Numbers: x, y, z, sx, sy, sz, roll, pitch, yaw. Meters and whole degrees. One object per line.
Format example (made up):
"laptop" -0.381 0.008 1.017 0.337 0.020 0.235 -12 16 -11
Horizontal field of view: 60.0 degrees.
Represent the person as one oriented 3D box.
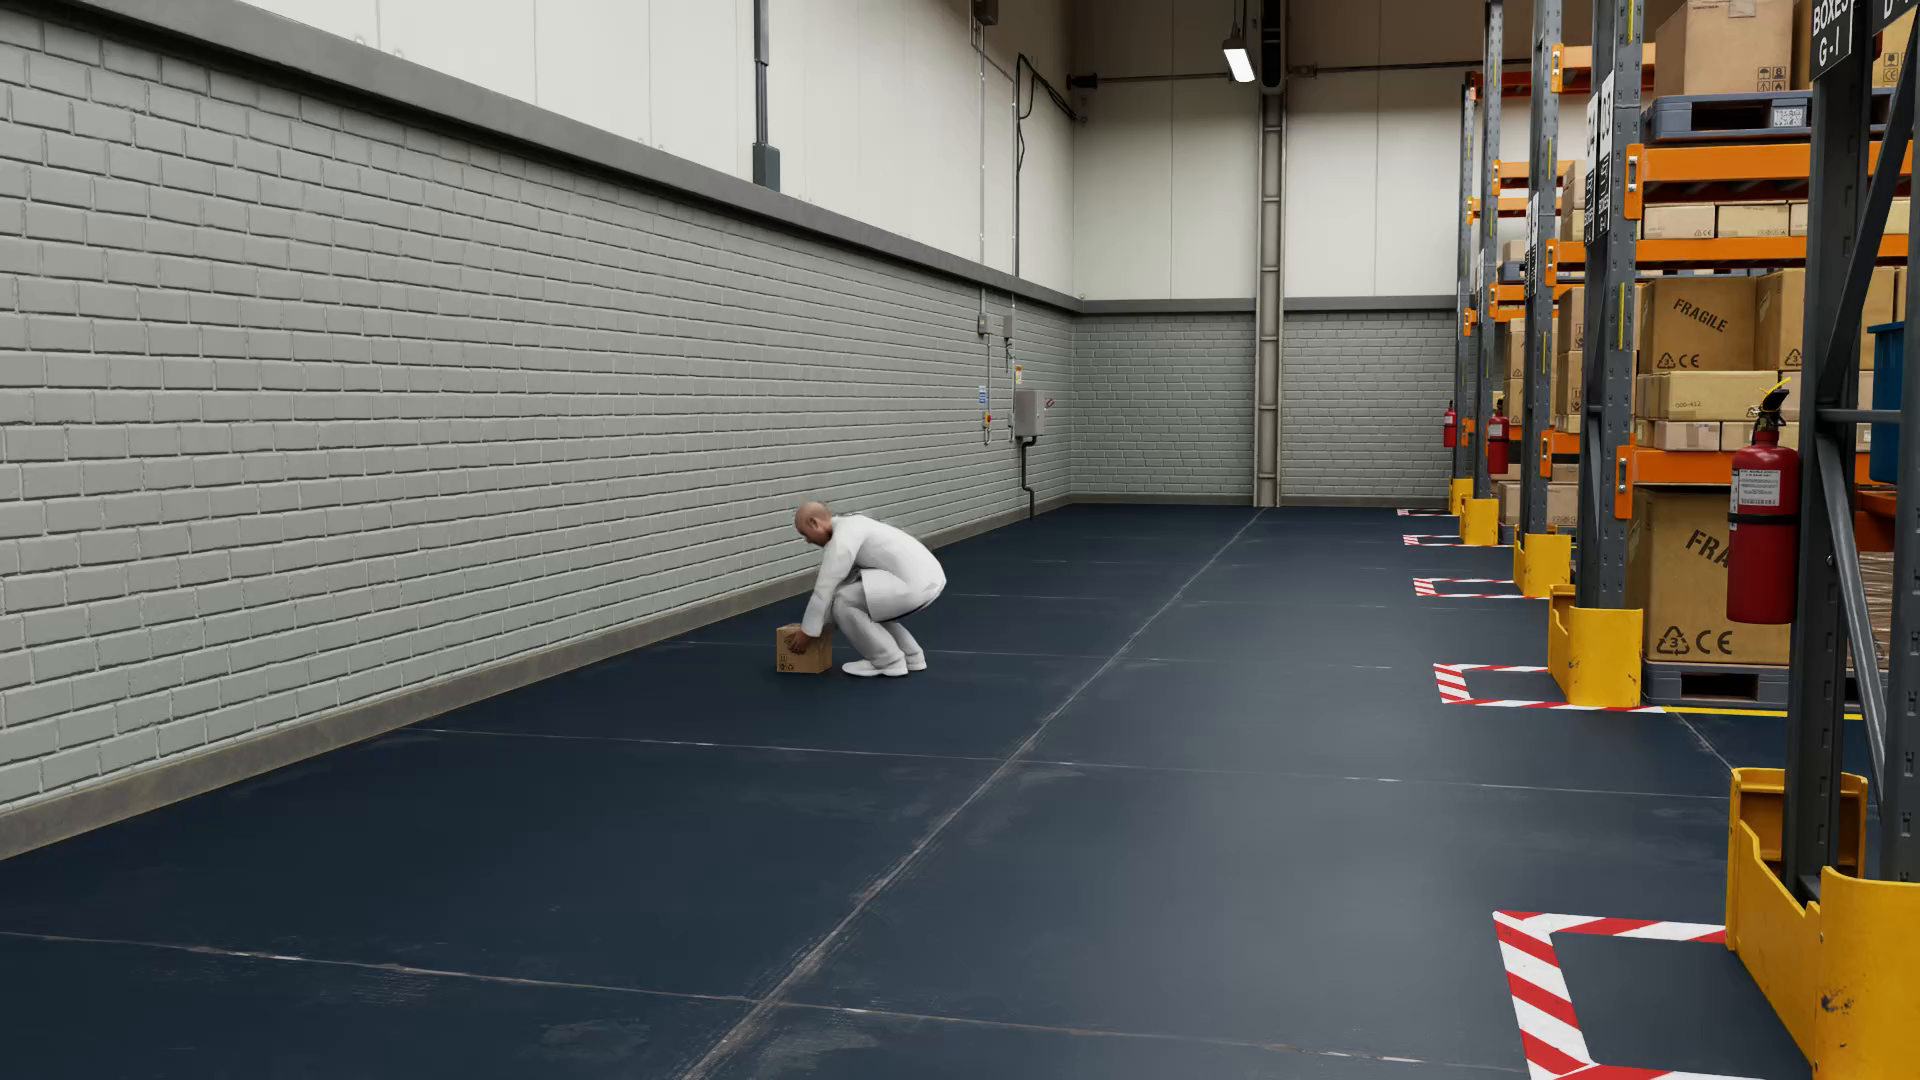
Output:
"person" -0.532 0.272 9.506 0.902 0.983 0.610 1 5 13
